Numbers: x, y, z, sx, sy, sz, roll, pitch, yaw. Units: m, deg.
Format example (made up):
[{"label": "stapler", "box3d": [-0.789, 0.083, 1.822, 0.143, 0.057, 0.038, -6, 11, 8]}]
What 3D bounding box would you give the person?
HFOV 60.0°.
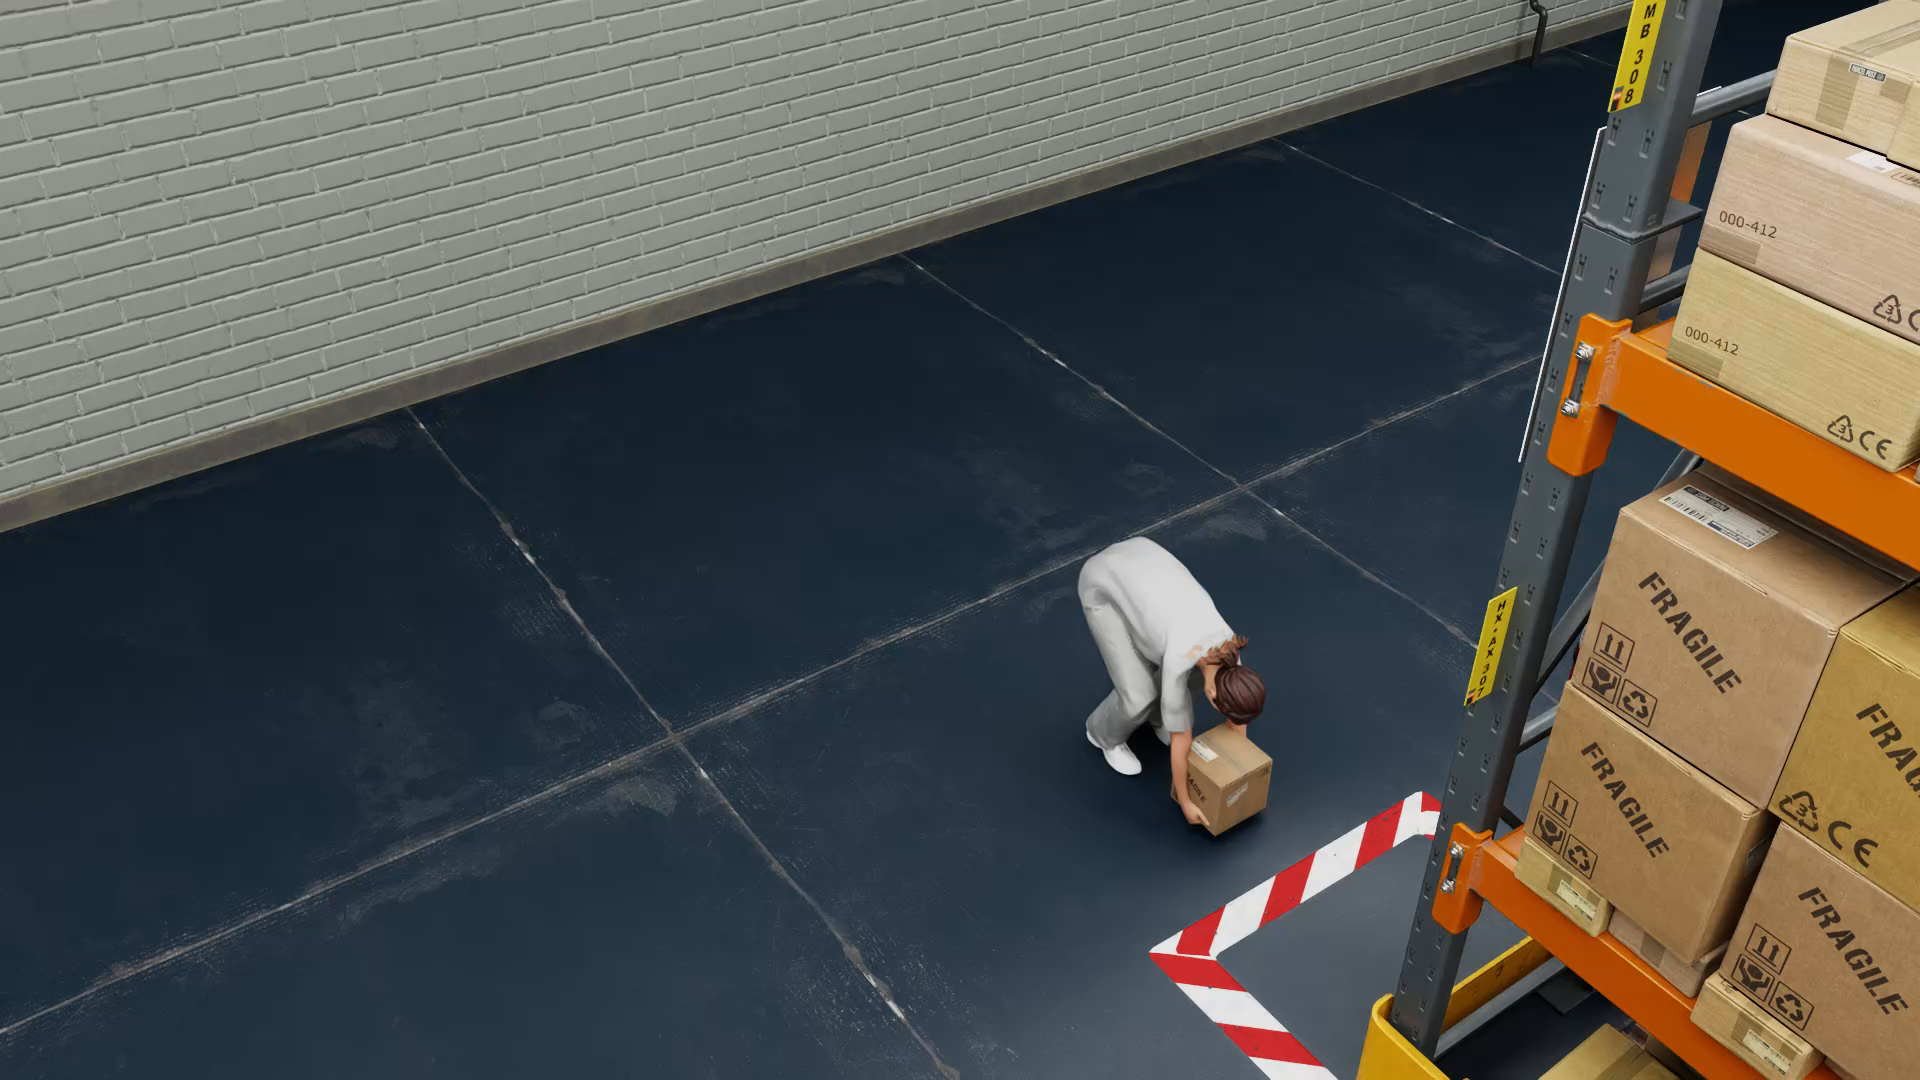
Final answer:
[{"label": "person", "box3d": [0.785, 0.508, 6.120, 0.471, 0.893, 0.849, -25, 43, -30]}]
